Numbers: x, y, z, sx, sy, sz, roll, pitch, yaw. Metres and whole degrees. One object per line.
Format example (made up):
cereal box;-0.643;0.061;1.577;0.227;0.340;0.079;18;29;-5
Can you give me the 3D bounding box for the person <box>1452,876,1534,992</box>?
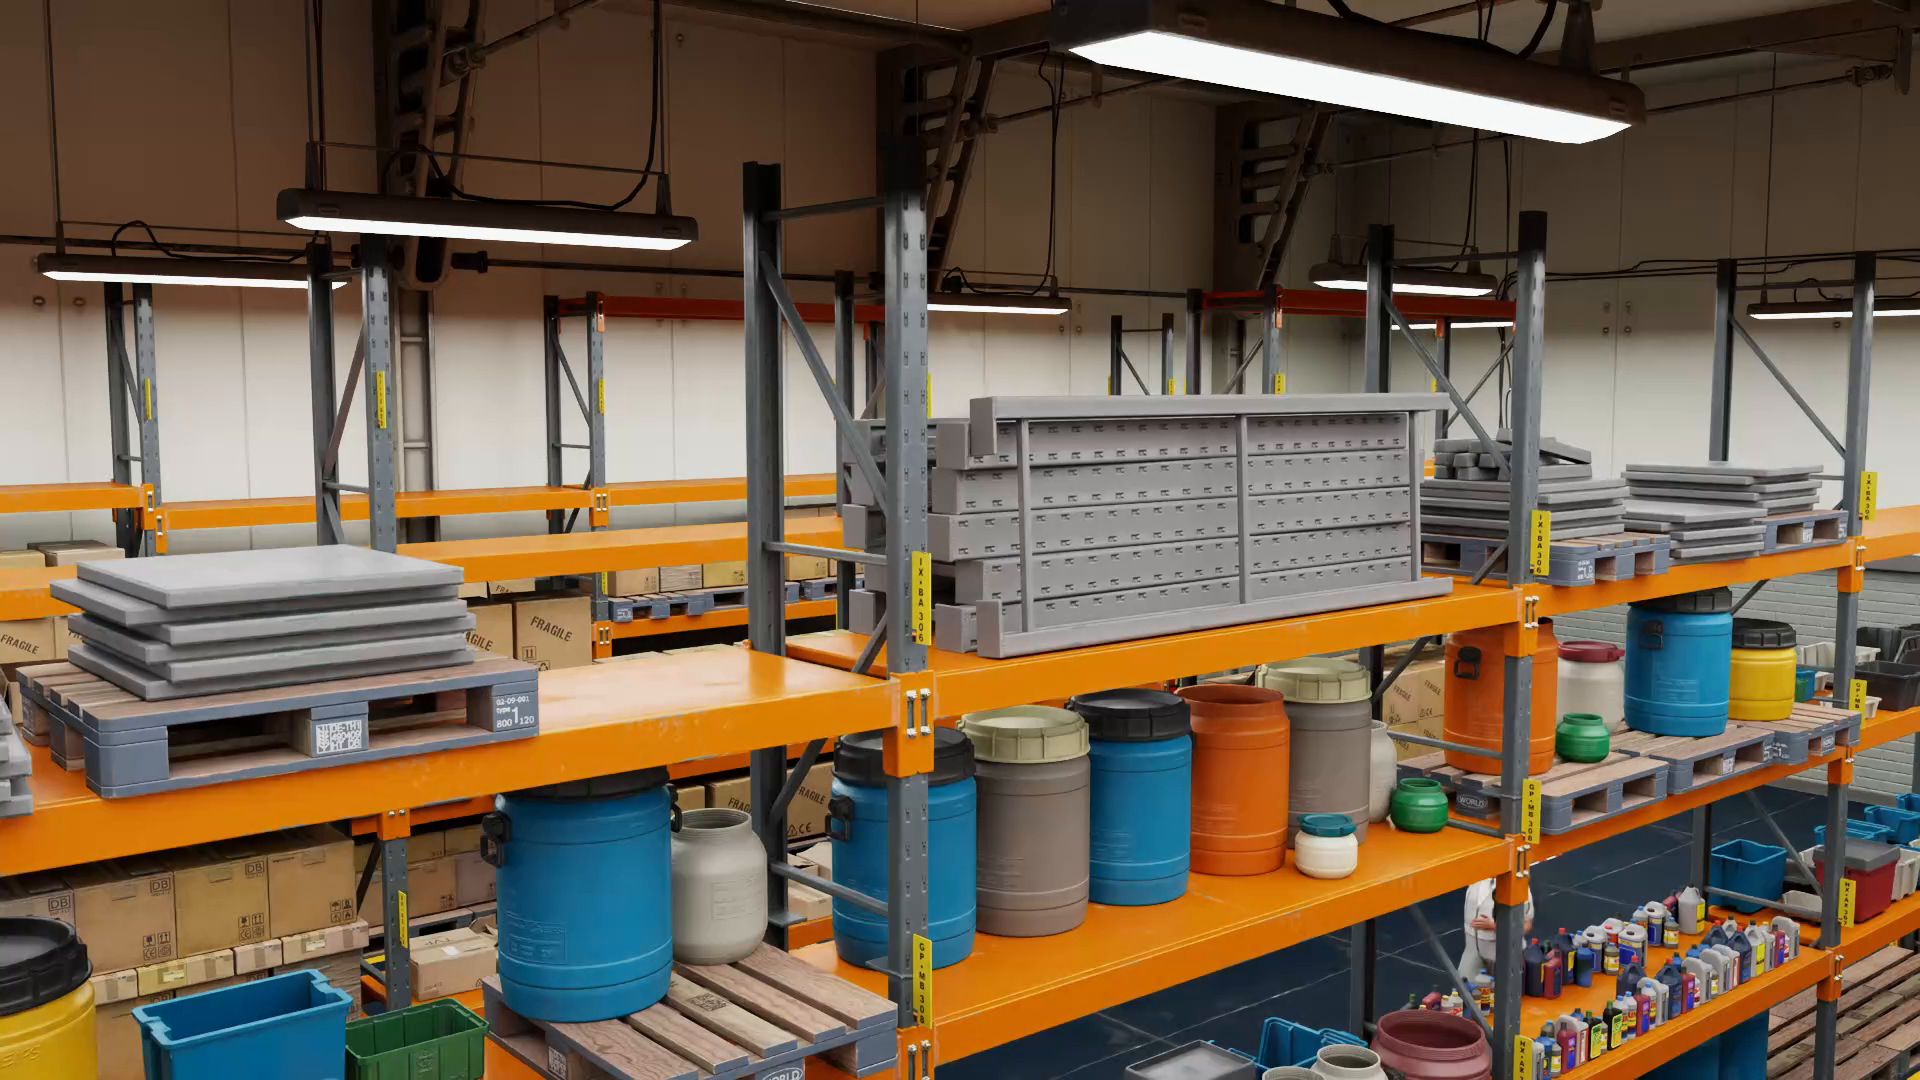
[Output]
person;4.000;3.101;12.424;0.789;1.854;0.642;-4;7;-36
